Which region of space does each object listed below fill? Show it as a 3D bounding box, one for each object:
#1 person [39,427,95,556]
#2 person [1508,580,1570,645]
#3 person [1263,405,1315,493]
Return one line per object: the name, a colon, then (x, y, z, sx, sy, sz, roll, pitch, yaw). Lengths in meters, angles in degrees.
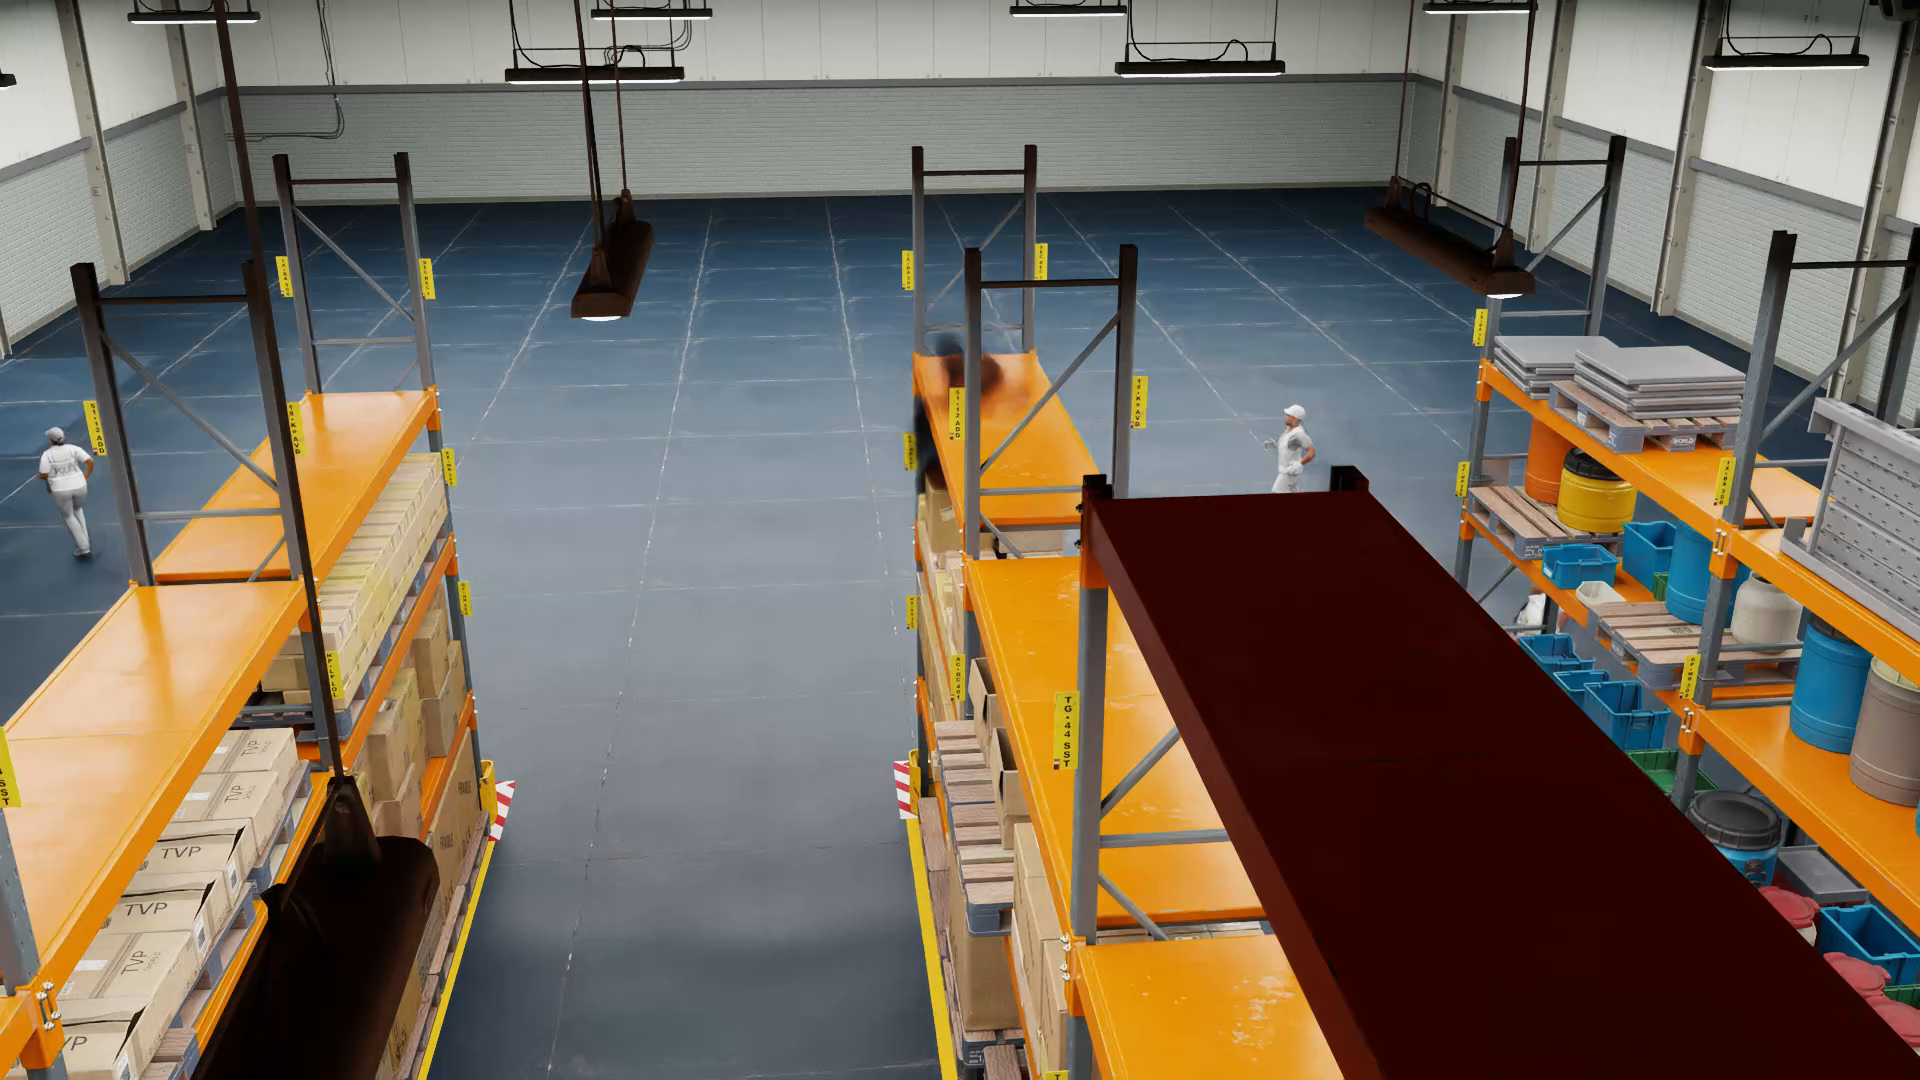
person: (-11.201, -0.580, 20.913, 0.656, 1.736, 0.604, 16, 27, 36)
person: (5.747, 1.022, 16.743, 0.539, 1.707, 0.700, 18, 28, 38)
person: (4.216, -0.859, 21.316, 0.890, 1.809, 0.648, 3, 22, 9)
